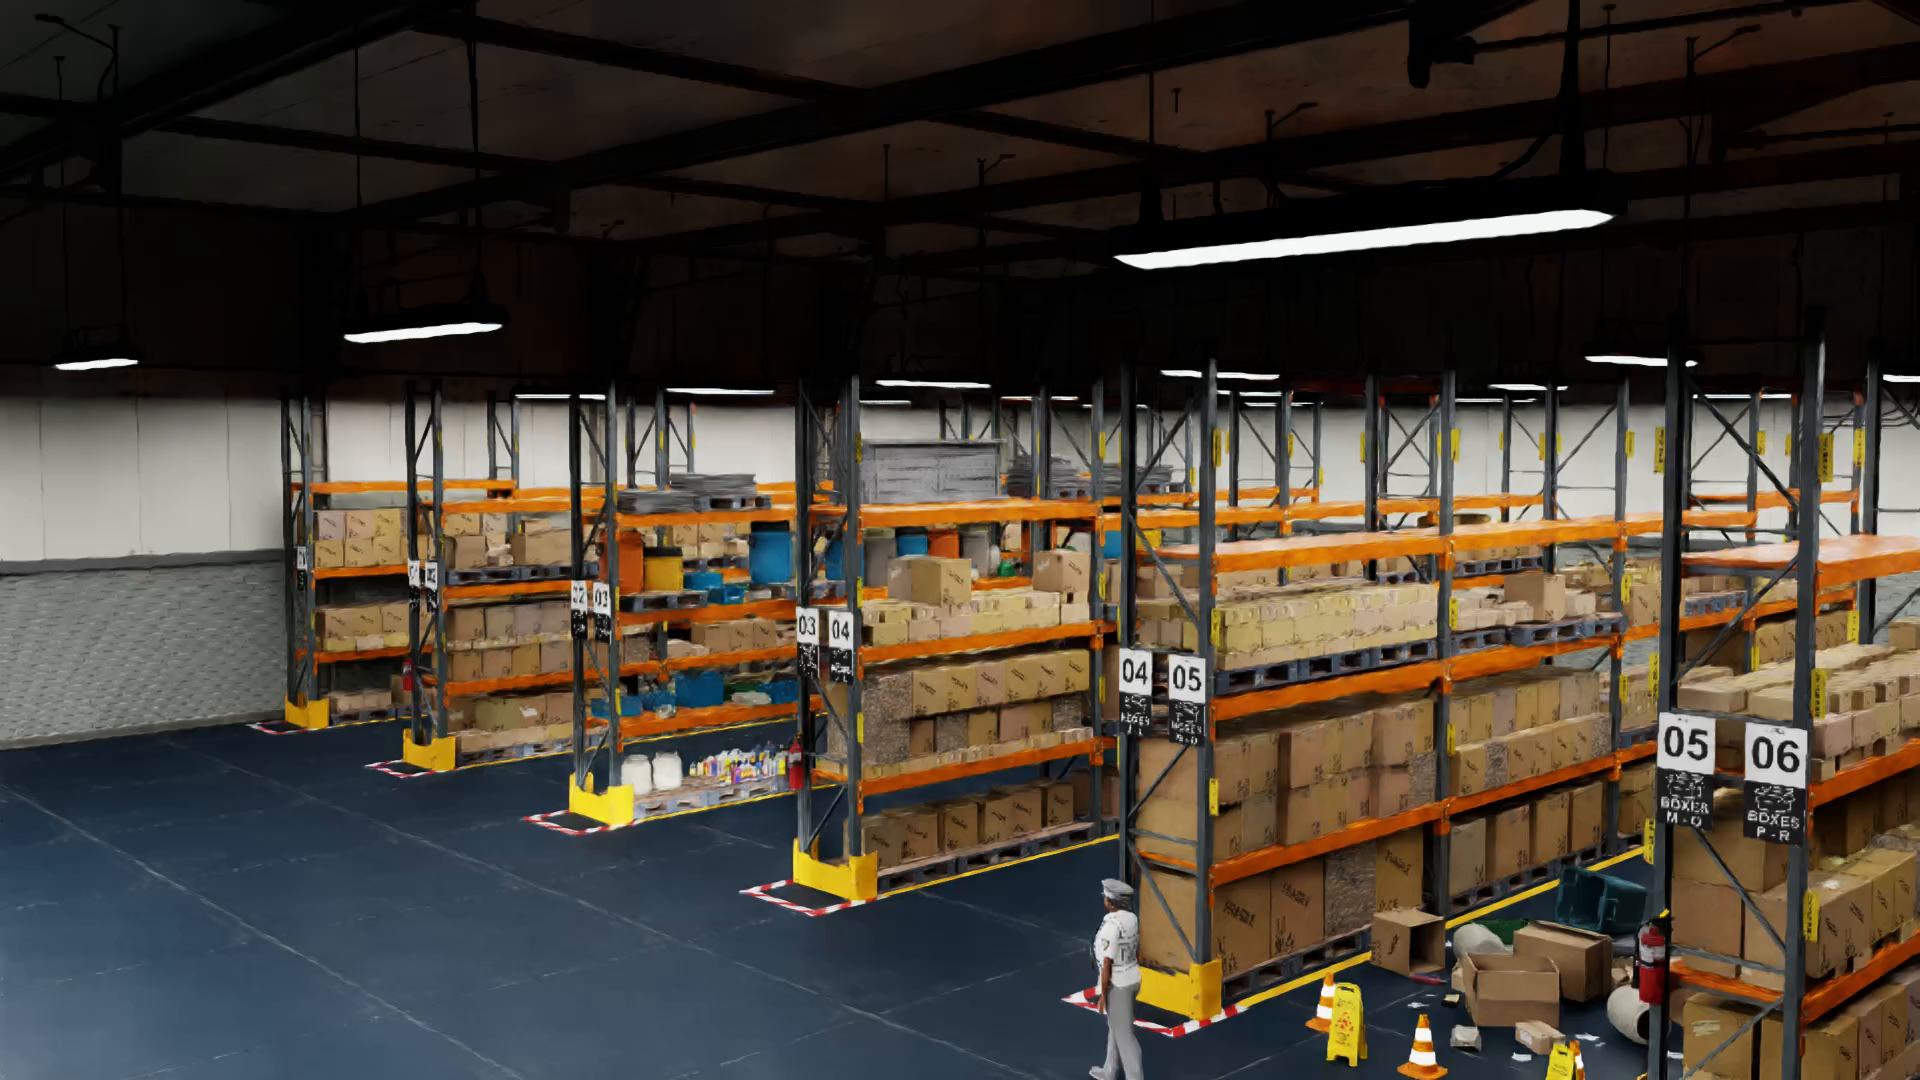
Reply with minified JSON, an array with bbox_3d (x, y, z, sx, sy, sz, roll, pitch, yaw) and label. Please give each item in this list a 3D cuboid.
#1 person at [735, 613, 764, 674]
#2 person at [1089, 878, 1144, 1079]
[{"bbox_3d":[-4.090,2.225,32.213,0.588,1.747,0.503,-1,4,-14],"label":"person"},{"bbox_3d":[1.223,3.495,13.036,0.605,1.656,0.592,2,4,29],"label":"person"}]
